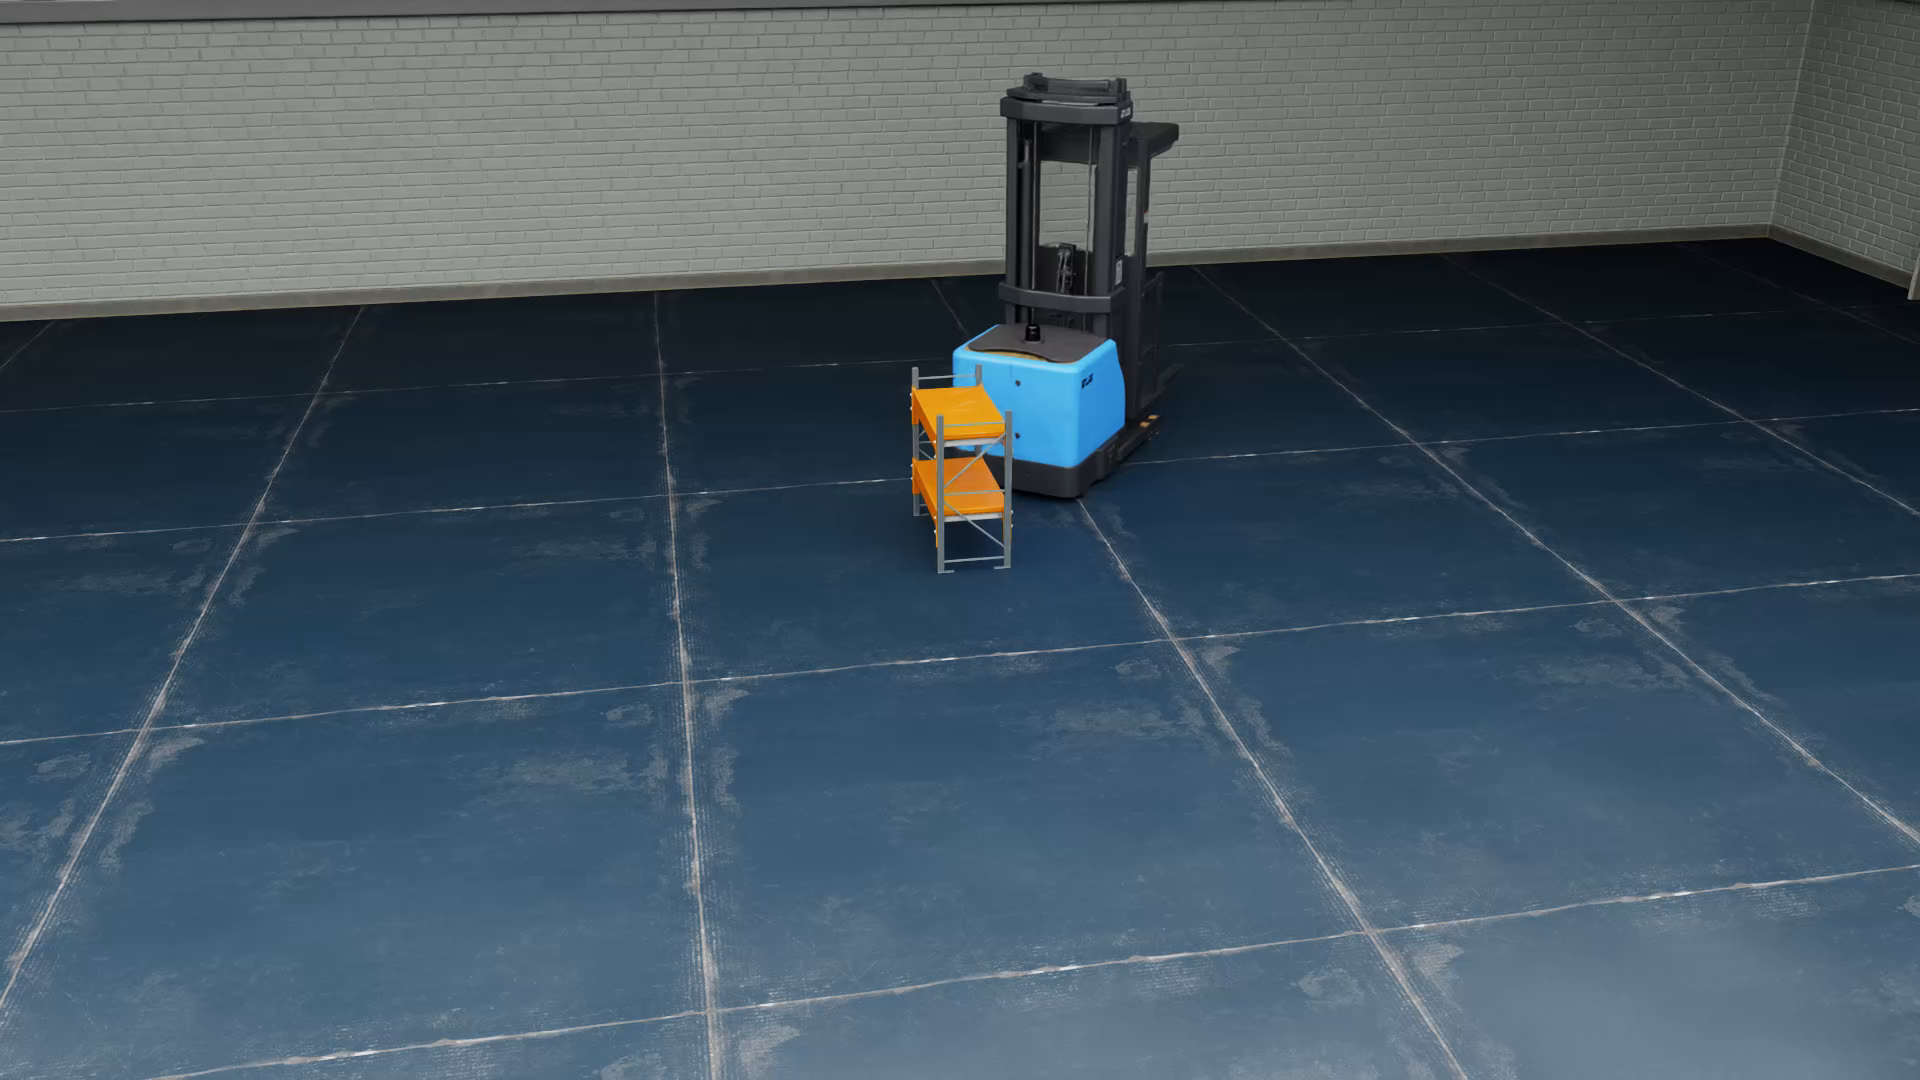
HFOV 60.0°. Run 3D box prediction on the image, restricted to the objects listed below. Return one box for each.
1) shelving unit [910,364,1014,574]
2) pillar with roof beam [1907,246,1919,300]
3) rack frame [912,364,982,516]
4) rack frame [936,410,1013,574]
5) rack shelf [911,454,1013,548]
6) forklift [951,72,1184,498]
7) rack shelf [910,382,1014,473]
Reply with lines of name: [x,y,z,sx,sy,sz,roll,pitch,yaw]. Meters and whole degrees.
shelving unit: [0.001,-0.513,11.519,0.538,1.125,1.048,-4,24,-10]
pillar with roof beam: [5.986,-6.300,14.931,9.100,9.000,0.400,-4,24,-10]
rack frame: [-0.093,-0.713,11.977,0.500,1.125,0.032,-4,24,-10]
rack frame: [0.095,-0.313,11.061,0.500,1.125,0.032,-4,24,-10]
rack shelf: [0.001,-0.289,11.617,0.538,0.278,1.000,-4,24,-10]
forklift: [1.026,-2.210,13.149,1.130,2.935,3.031,11,26,23]
rack shelf: [0.001,-0.781,11.402,0.538,0.278,1.000,-4,24,-10]
